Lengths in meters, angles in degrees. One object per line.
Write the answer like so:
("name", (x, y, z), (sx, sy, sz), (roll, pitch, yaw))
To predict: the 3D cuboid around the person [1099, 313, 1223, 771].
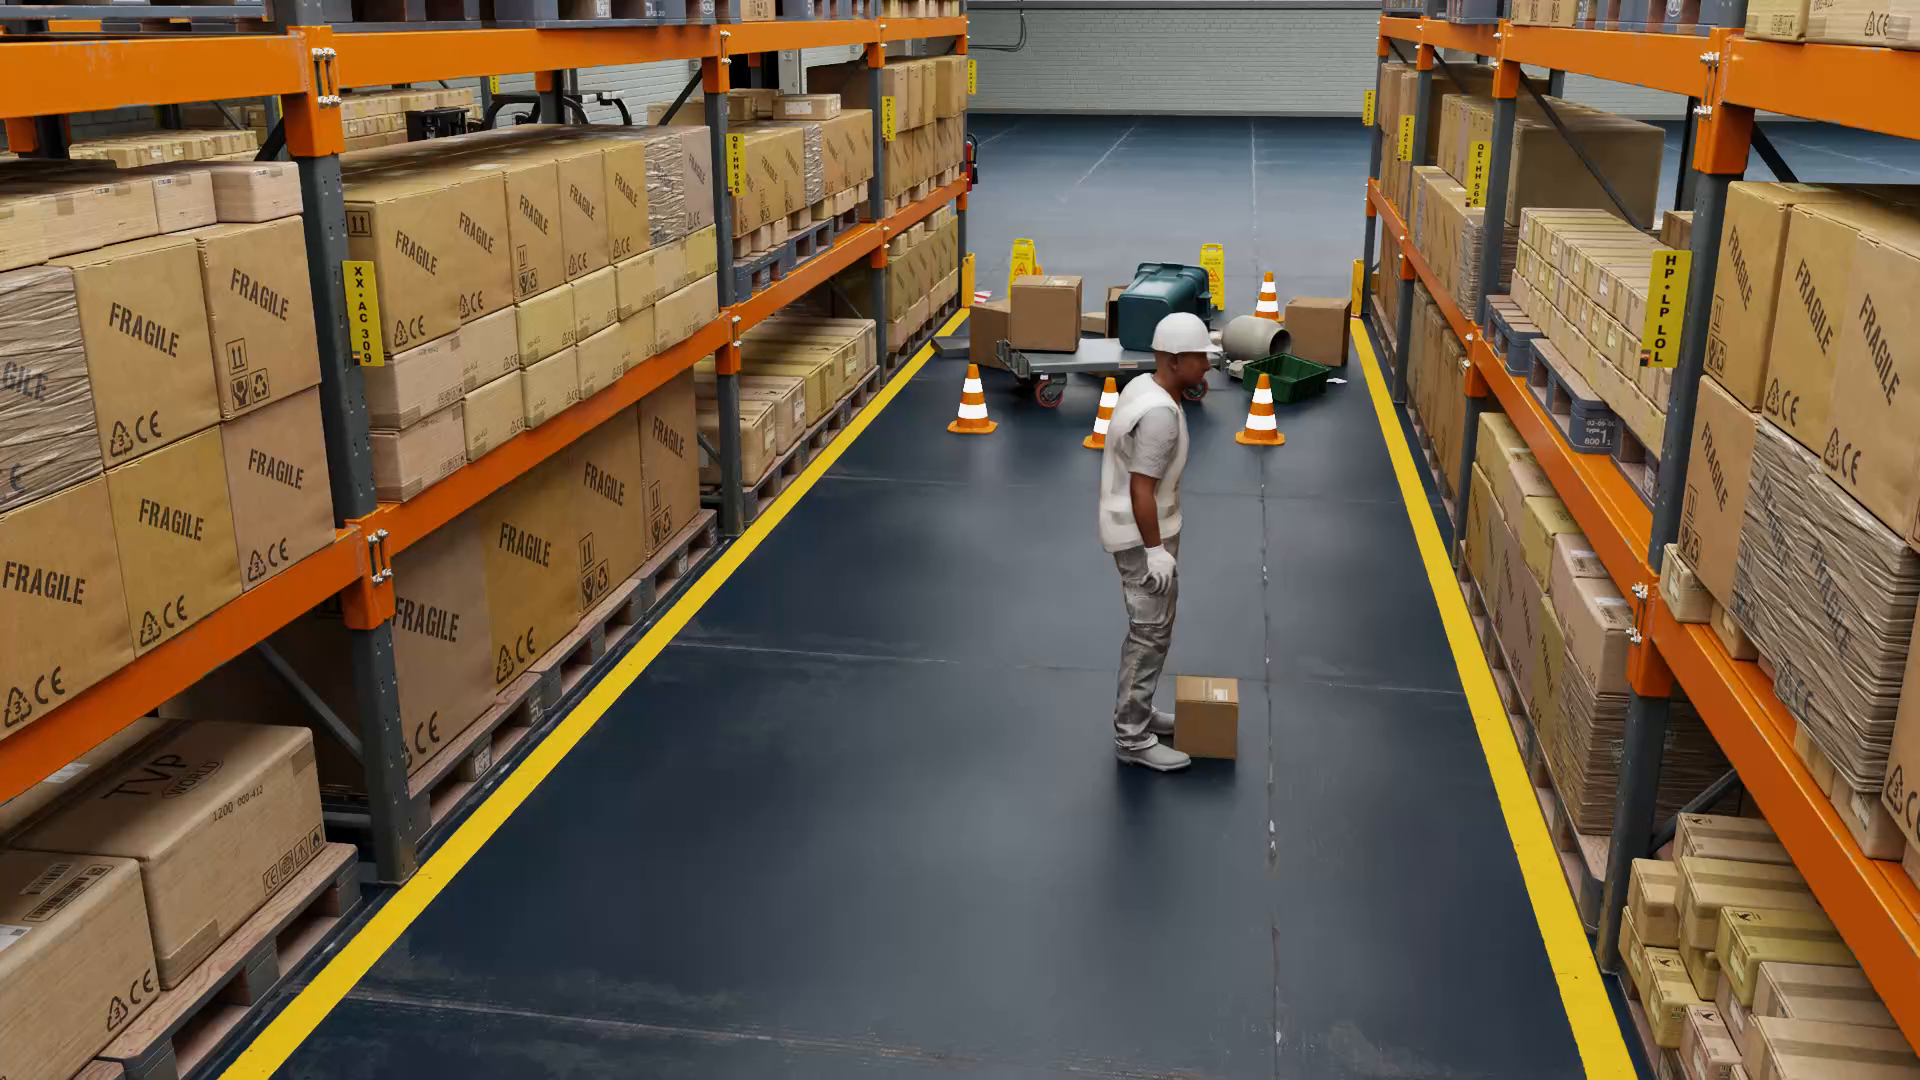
("person", (0.775, -0.010, 6.565), (0.453, 1.774, 0.622), (3, 18, 8))
